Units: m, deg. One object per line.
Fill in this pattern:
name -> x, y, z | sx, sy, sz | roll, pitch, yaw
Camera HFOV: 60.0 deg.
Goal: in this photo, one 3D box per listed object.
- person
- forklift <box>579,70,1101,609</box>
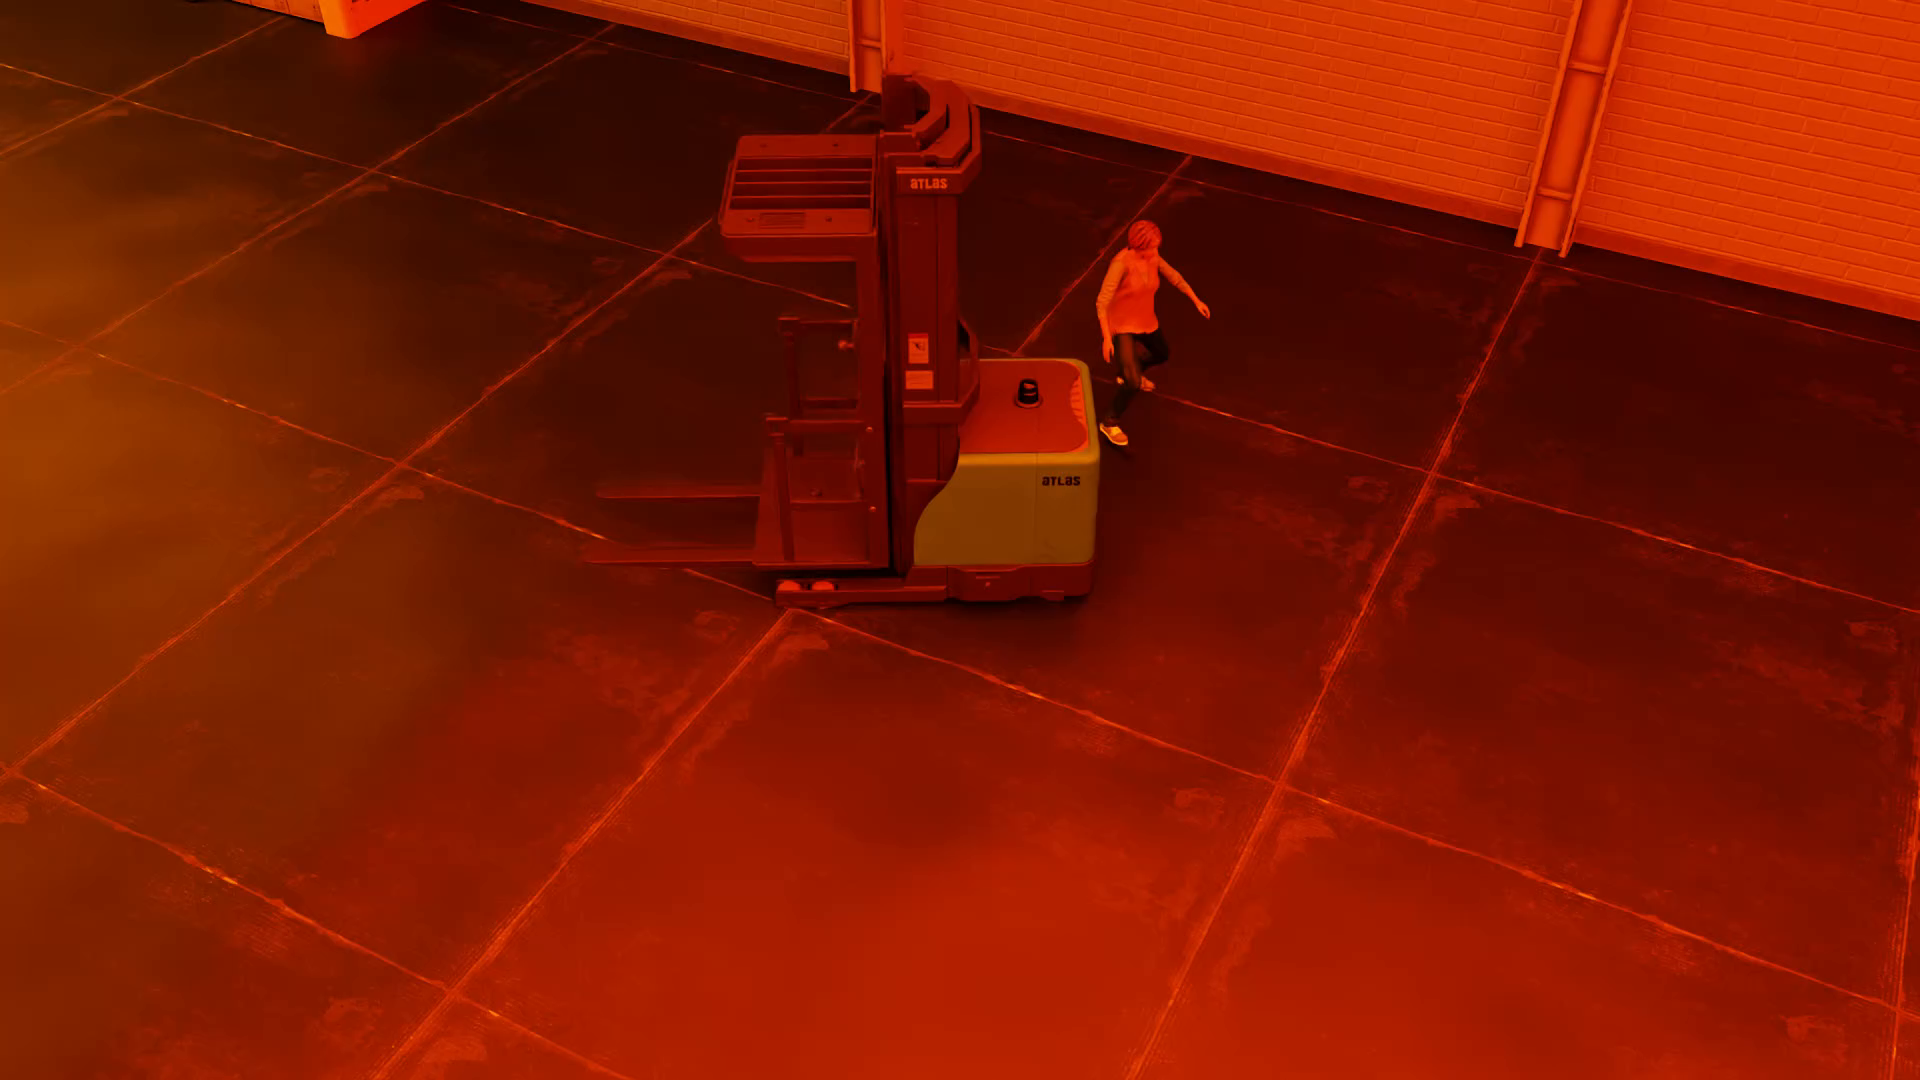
person -> 1.177, -1.420, 10.840 | 0.820, 1.474, 0.648 | -27, 47, -29
forklift -> -0.729, -1.060, 9.245 | 3.031, 2.935, 1.130 | -1, 40, -1
